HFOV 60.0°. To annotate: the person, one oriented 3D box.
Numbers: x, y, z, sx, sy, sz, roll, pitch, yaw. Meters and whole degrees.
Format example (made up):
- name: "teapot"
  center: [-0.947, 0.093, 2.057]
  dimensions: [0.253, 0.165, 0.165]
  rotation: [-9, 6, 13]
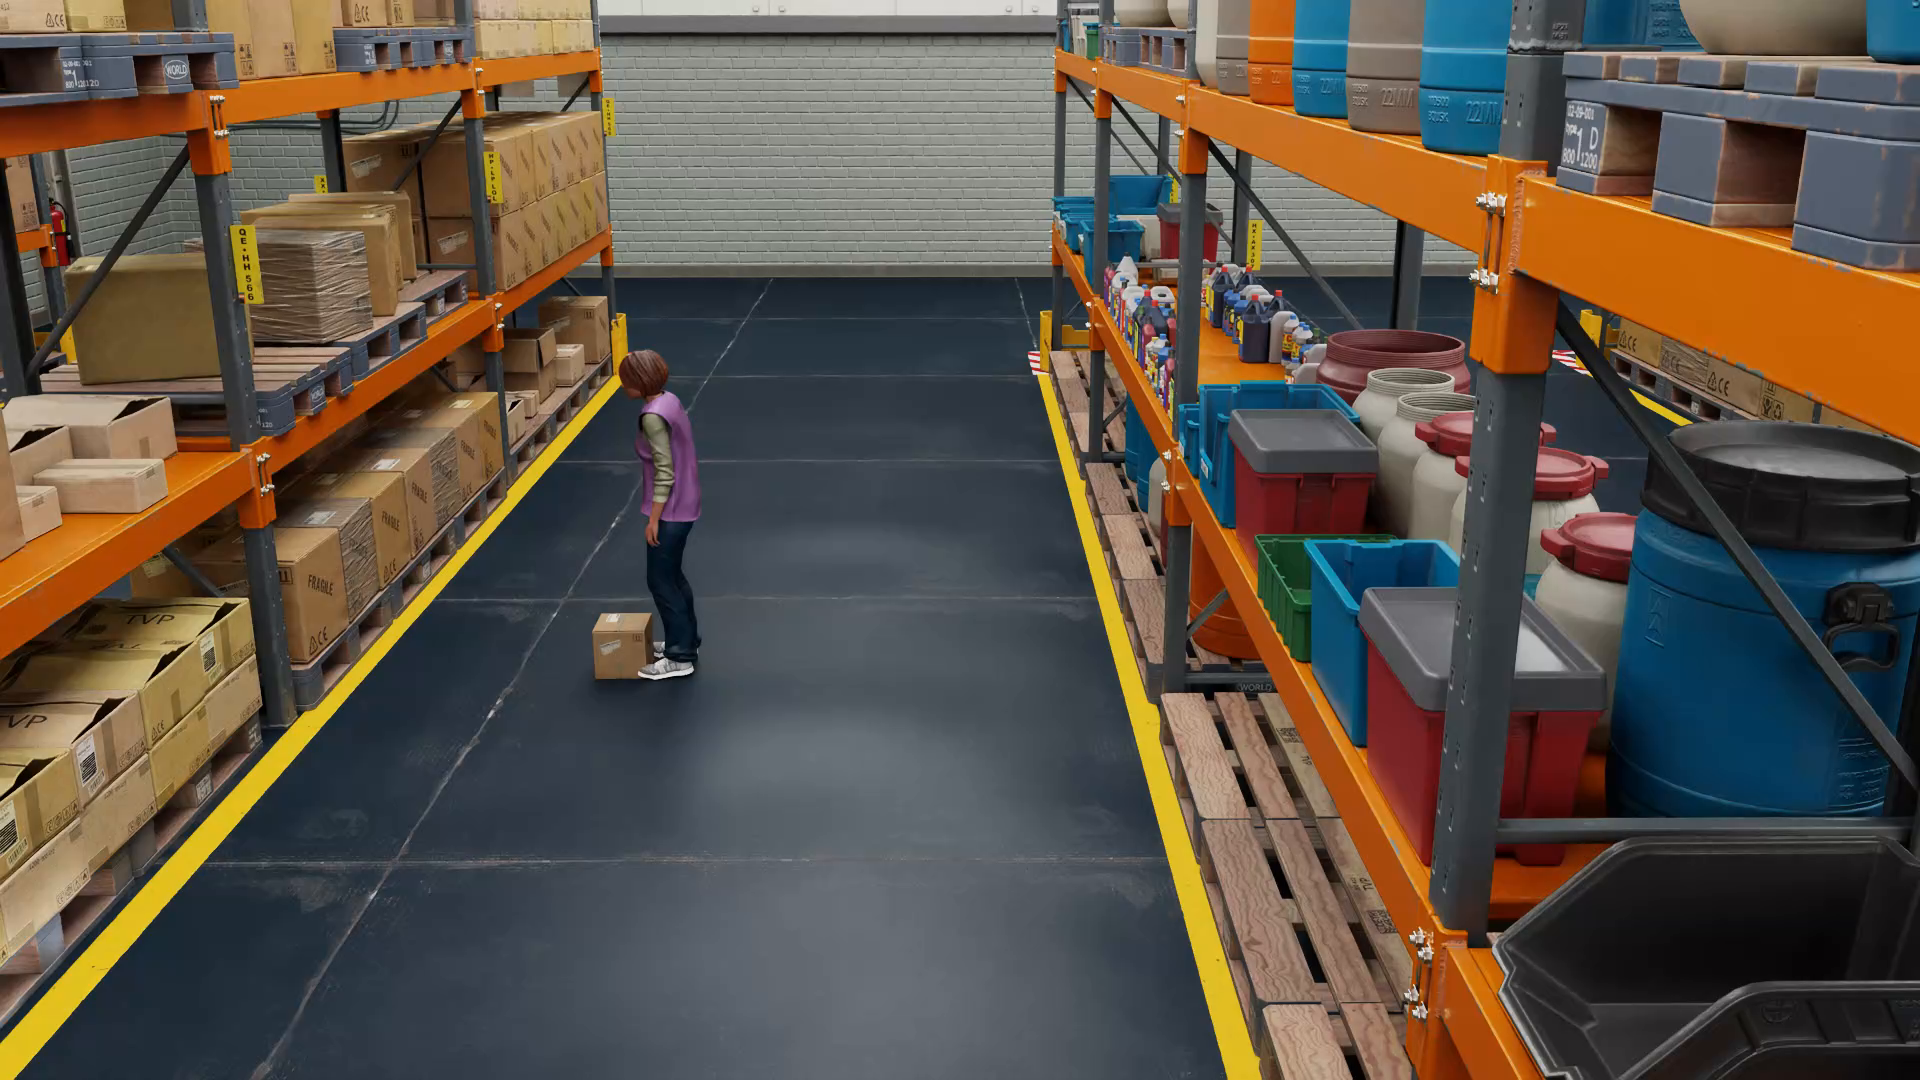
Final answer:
- name: "person"
  center: [-1.411, -0.121, 7.970]
  dimensions: [0.349, 1.581, 0.466]
  rotation: [0, 17, -1]
